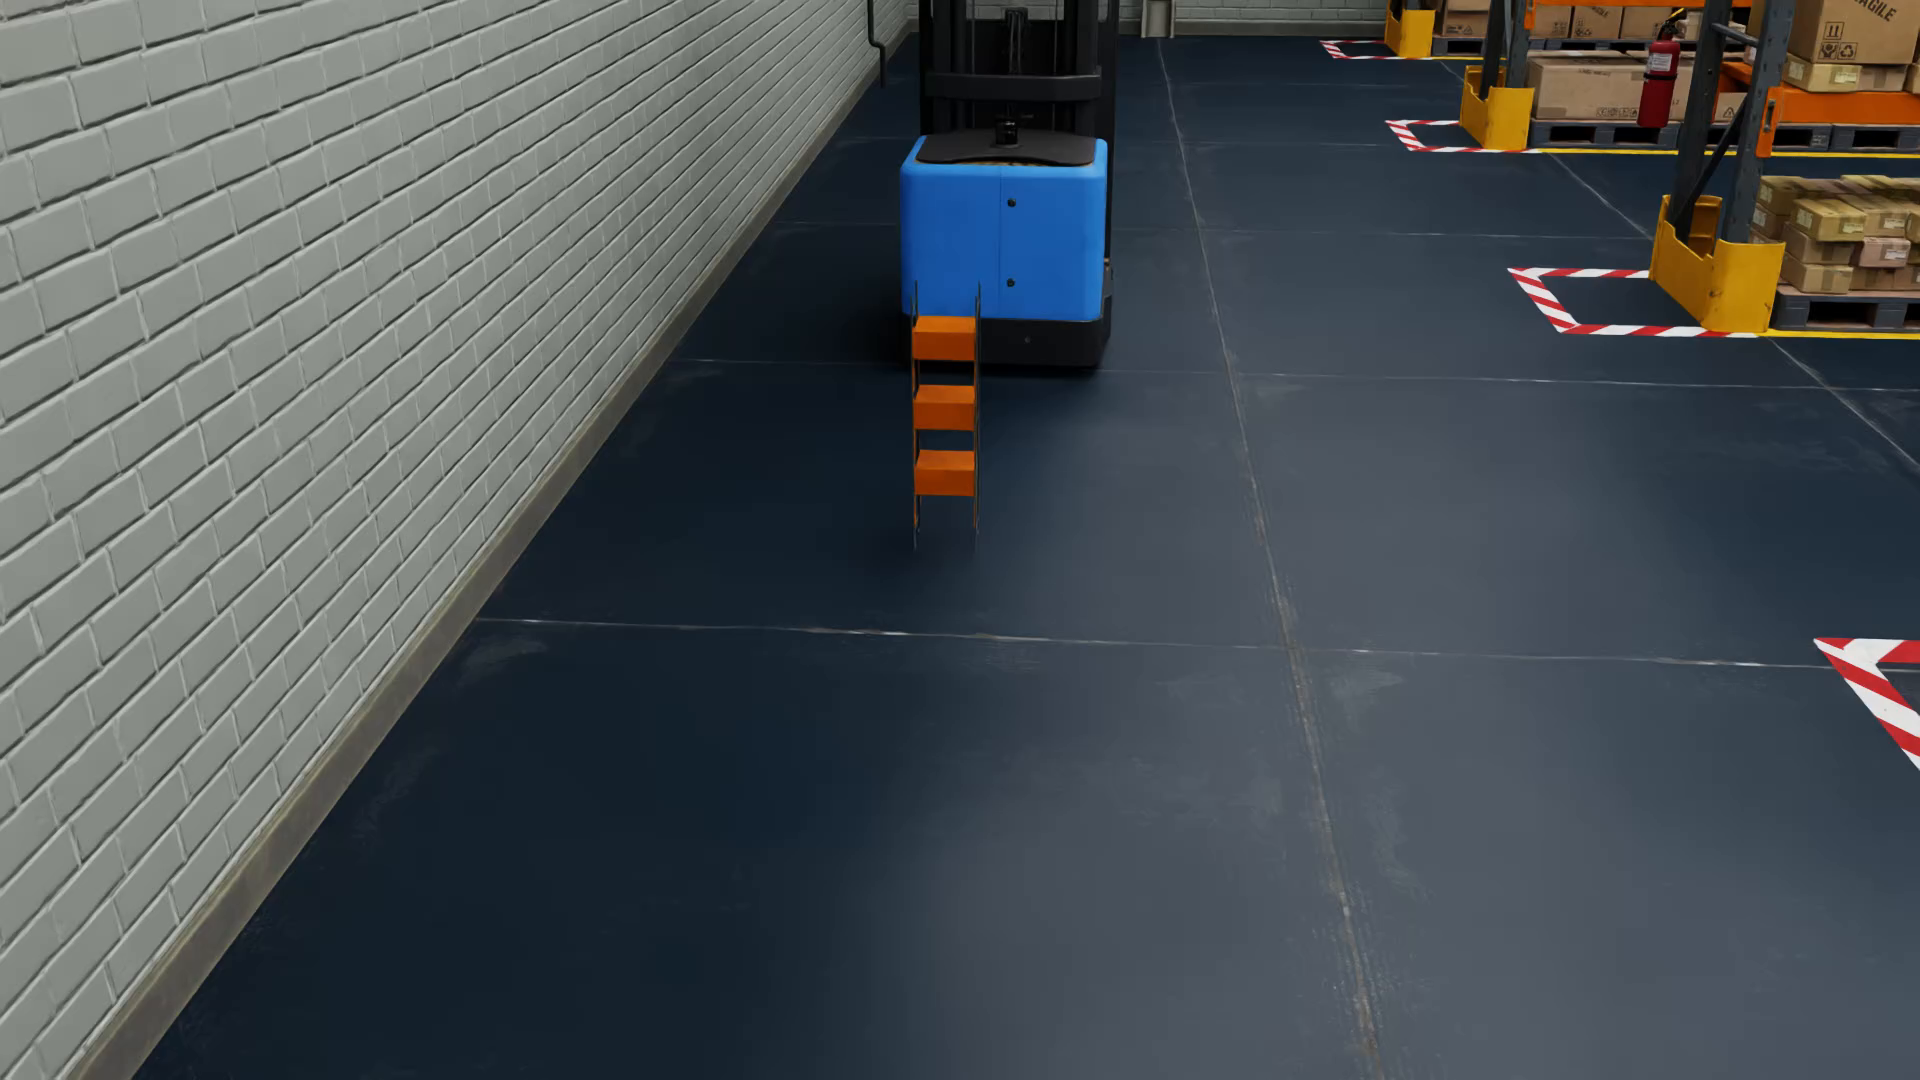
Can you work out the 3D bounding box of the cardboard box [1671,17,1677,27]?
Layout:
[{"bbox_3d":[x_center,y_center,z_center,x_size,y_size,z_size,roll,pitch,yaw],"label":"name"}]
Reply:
[{"bbox_3d":[7.879,-5.800,18.675,0.250,0.149,0.380,2,25,3],"label":"cardboard box"}]

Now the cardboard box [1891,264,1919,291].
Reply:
[{"bbox_3d":[5.322,-1.530,9.394,0.250,0.149,0.380,2,25,5],"label":"cardboard box"}]

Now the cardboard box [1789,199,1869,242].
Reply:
[{"bbox_3d":[4.805,-1.771,9.207,0.250,0.149,0.380,1,25,2],"label":"cardboard box"}]

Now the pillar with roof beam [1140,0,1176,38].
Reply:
[{"bbox_3d":[2.015,-8.292,14.005,0.400,9.000,9.100,2,25,4],"label":"pillar with roof beam"}]

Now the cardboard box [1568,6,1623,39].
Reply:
[{"bbox_3d":[6.935,-5.793,18.239,0.500,0.500,0.500,2,25,5],"label":"cardboard box"}]

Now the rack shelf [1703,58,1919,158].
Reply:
[{"bbox_3d":[6.303,-2.373,9.179,4.000,0.370,1.077,2,25,4],"label":"rack shelf"}]

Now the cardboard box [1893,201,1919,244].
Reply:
[{"bbox_3d":[5.331,-1.751,9.163,0.250,0.149,0.380,2,25,4],"label":"cardboard box"}]

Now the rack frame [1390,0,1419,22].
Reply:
[{"bbox_3d":[4.964,-6.899,18.154,0.127,3.000,1.000,2,25,4],"label":"rack frame"}]

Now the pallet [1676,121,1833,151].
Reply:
[{"bbox_3d":[6.604,-3.530,14.169,1.213,0.211,1.003,2,25,4],"label":"pallet"}]

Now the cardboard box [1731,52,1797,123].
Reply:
[{"bbox_3d":[7.065,-3.822,14.030,0.875,0.438,0.875,1,25,2],"label":"cardboard box"}]

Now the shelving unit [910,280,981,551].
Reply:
[{"bbox_3d":[-0.053,-0.479,6.534,0.252,1.050,0.215,2,25,4],"label":"shelving unit"}]

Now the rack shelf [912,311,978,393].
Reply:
[{"bbox_3d":[-0.053,-0.727,6.420,0.240,0.259,0.215,2,25,4],"label":"rack shelf"}]

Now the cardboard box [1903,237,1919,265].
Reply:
[{"bbox_3d":[5.331,-1.667,9.337,0.250,0.149,0.380,2,25,5],"label":"cardboard box"}]

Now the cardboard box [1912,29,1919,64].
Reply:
[{"bbox_3d":[5.271,-2.808,8.789,0.500,0.500,0.500,2,25,4],"label":"cardboard box"}]

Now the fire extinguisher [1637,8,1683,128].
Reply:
[{"bbox_3d":[4.093,-2.759,9.697,0.183,0.674,0.296,2,25,4],"label":"fire extinguisher"}]

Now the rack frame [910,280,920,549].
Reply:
[{"bbox_3d":[-0.175,-0.483,6.543,0.008,1.050,0.200,2,25,4],"label":"rack frame"}]

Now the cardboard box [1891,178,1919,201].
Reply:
[{"bbox_3d":[5.624,-1.996,9.696,0.250,0.149,0.380,1,25,2],"label":"cardboard box"}]

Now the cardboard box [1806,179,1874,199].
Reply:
[{"bbox_3d":[5.102,-1.986,9.675,0.250,0.149,0.380,2,25,5],"label":"cardboard box"}]

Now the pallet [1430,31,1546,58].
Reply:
[{"bbox_3d":[5.834,-5.604,18.677,1.213,0.211,1.003,2,25,4],"label":"pallet"}]

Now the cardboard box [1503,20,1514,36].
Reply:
[{"bbox_3d":[5.987,-5.706,18.469,0.250,0.149,0.380,1,25,2],"label":"cardboard box"}]

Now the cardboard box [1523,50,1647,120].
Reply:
[{"bbox_3d":[5.253,-3.877,14.151,0.875,0.438,0.875,1,25,2],"label":"cardboard box"}]

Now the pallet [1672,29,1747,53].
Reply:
[{"bbox_3d":[8.267,-5.526,18.508,1.213,0.211,1.003,2,25,4],"label":"pallet"}]

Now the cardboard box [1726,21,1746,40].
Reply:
[{"bbox_3d":[8.374,-5.562,18.157,0.250,0.149,0.380,1,25,2],"label":"cardboard box"}]

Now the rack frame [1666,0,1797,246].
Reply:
[{"bbox_3d":[4.309,-2.764,9.167,0.127,3.000,1.000,2,25,4],"label":"rack frame"}]

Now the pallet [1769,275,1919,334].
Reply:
[{"bbox_3d":[5.192,-1.454,9.657,1.213,0.211,1.003,2,25,4],"label":"pallet"}]

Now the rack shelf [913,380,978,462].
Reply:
[{"bbox_3d":[-0.053,-0.469,6.539,0.240,0.259,0.215,2,25,4],"label":"rack shelf"}]

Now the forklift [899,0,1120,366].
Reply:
[{"bbox_3d":[0.345,-2.801,9.330,1.130,2.935,3.031,2,25,5],"label":"forklift"}]

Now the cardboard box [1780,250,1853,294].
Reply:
[{"bbox_3d":[4.807,-1.509,9.349,0.250,0.149,0.380,2,25,5],"label":"cardboard box"}]

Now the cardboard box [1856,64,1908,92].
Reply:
[{"bbox_3d":[4.864,-2.512,8.920,0.250,0.149,0.380,3,25,6],"label":"cardboard box"}]

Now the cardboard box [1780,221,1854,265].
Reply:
[{"bbox_3d":[4.812,-1.671,9.345,0.250,0.149,0.380,3,25,6],"label":"cardboard box"}]

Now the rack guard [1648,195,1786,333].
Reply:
[{"bbox_3d":[4.385,-1.626,9.685,0.348,0.500,1.175,2,25,4],"label":"rack guard"}]

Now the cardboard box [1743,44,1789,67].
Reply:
[{"bbox_3d":[4.656,-2.757,9.453,0.250,0.149,0.380,2,25,4],"label":"cardboard box"}]
